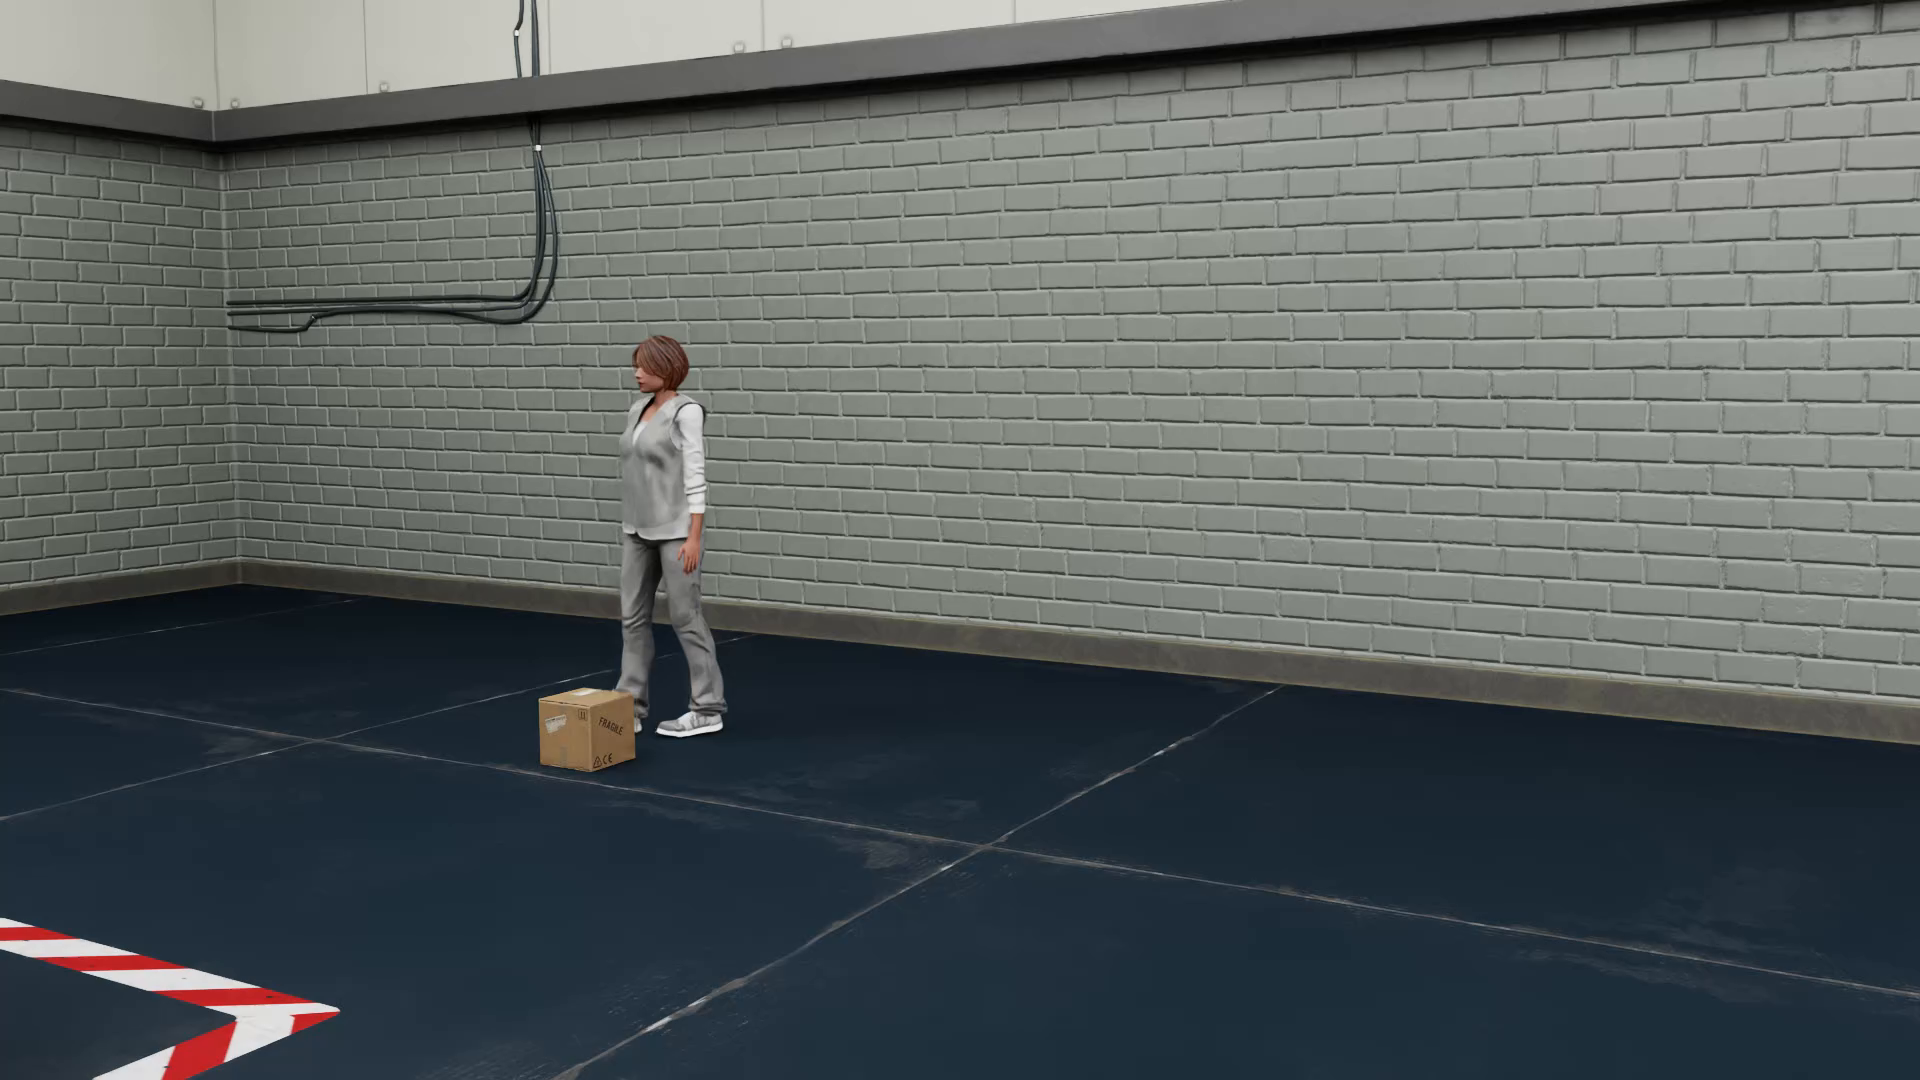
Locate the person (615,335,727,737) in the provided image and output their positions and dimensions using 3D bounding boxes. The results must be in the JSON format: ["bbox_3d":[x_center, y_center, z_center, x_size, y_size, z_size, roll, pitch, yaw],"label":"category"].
[{"bbox_3d":[-1.211,-0.005,6.560,0.426,1.596,0.526,6,8,42],"label":"person"}]
